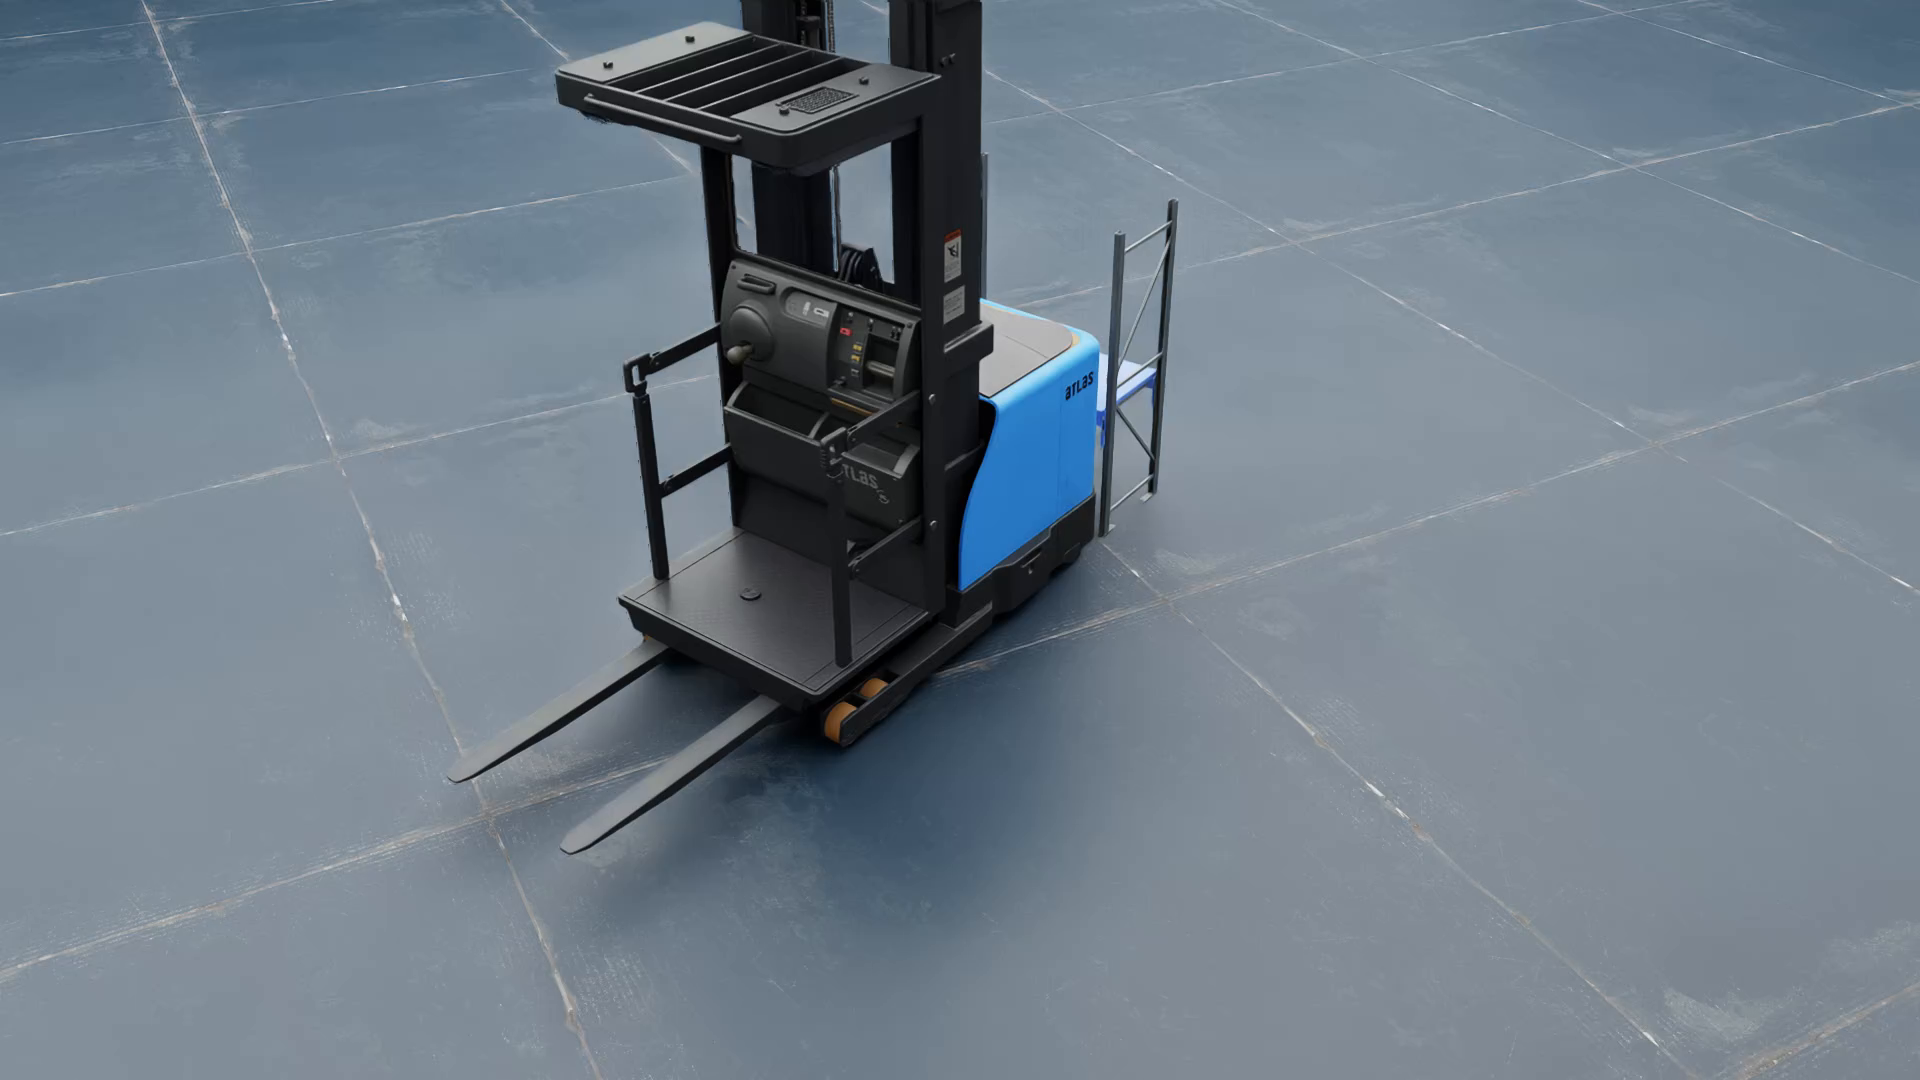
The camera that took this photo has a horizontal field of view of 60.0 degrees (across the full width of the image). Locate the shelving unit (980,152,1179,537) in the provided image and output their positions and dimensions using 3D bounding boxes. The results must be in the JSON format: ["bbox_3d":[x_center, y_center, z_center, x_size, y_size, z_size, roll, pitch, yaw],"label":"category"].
[{"bbox_3d":[0.390,-0.918,7.792,1.048,1.500,0.538,21,38,29],"label":"shelving unit"}]

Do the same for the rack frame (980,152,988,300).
[{"bbox_3d":[-0.024,-1.076,8.040,0.032,1.500,0.500,21,38,29],"label":"rack frame"}]

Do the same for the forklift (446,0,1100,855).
[{"bbox_3d":[-0.676,-0.734,6.178,1.130,2.935,3.031,22,39,31],"label":"forklift"}]

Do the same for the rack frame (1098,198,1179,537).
[{"bbox_3d":[0.805,-0.759,7.545,0.032,1.500,0.500,21,38,29],"label":"rack frame"}]

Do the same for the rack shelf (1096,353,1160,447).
[{"bbox_3d":[0.390,-0.766,7.889,1.000,0.185,0.538,21,38,29],"label":"rack shelf"}]
